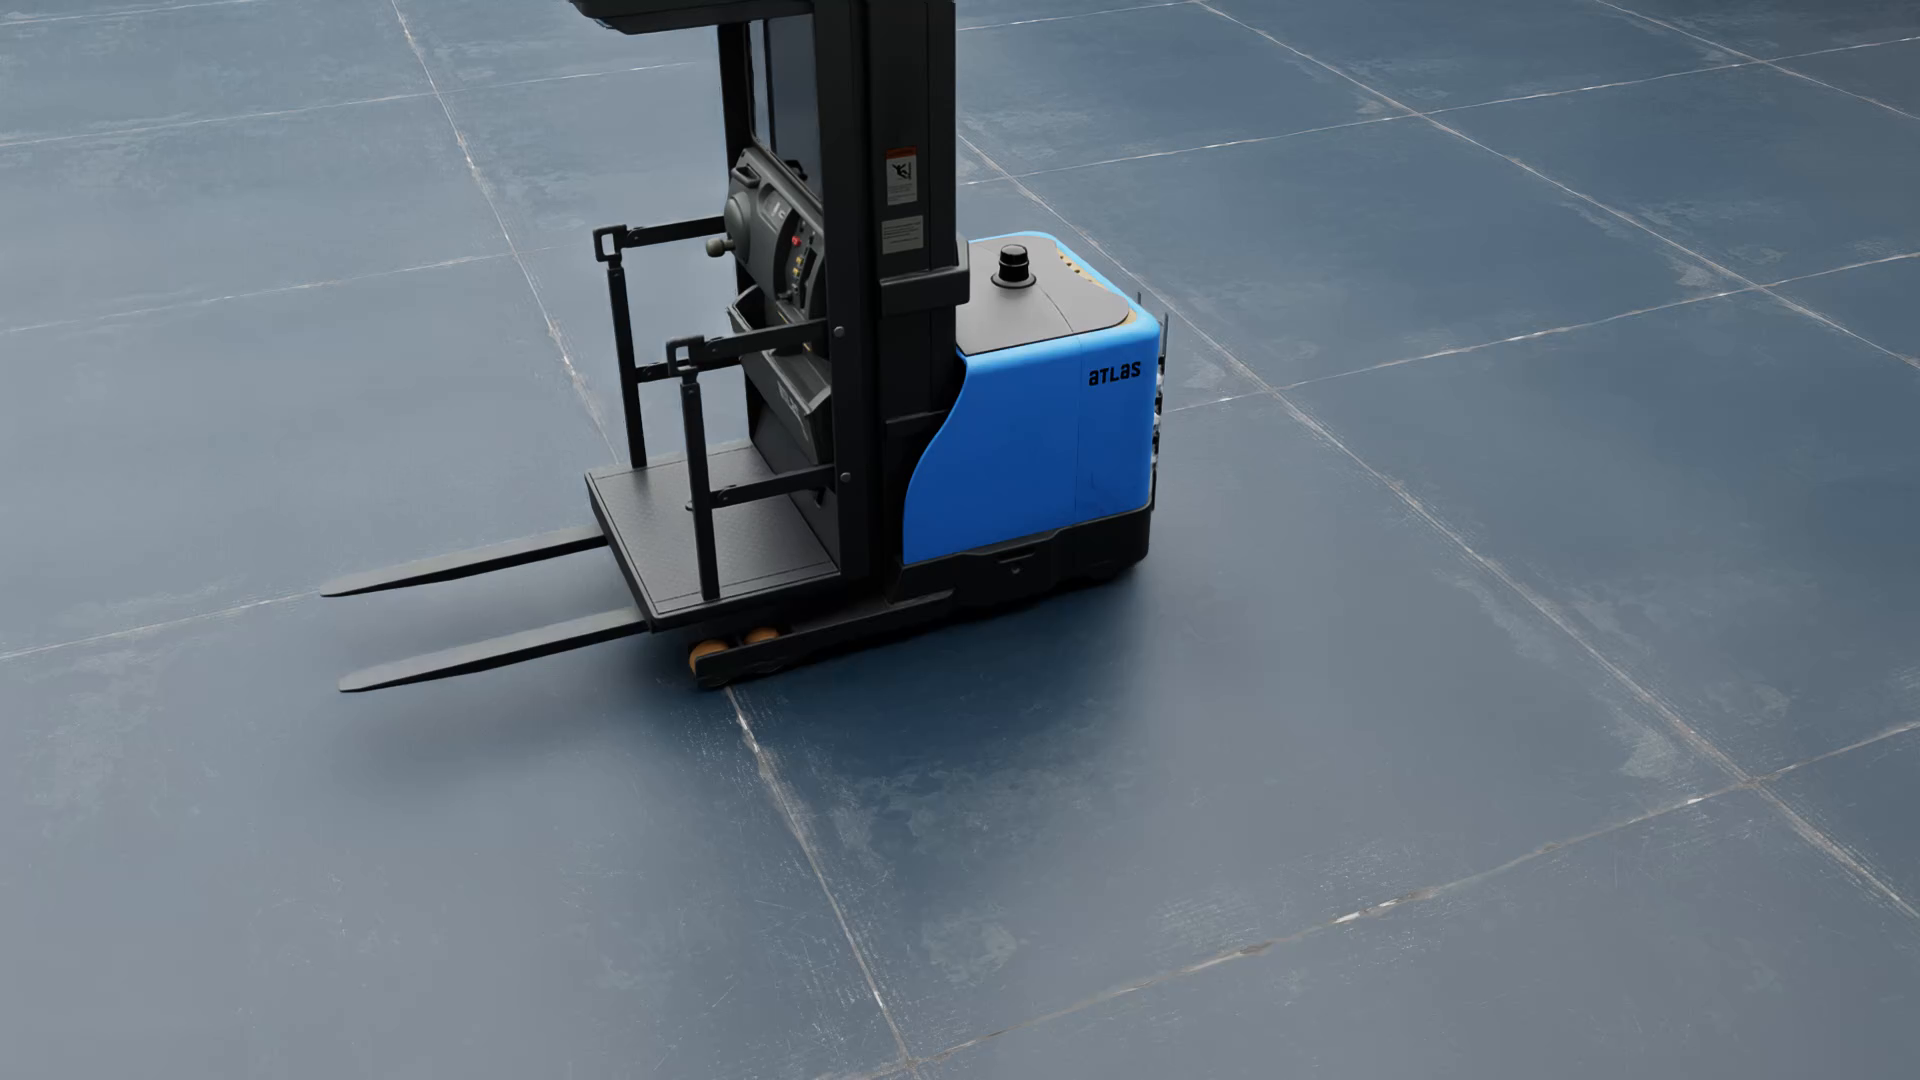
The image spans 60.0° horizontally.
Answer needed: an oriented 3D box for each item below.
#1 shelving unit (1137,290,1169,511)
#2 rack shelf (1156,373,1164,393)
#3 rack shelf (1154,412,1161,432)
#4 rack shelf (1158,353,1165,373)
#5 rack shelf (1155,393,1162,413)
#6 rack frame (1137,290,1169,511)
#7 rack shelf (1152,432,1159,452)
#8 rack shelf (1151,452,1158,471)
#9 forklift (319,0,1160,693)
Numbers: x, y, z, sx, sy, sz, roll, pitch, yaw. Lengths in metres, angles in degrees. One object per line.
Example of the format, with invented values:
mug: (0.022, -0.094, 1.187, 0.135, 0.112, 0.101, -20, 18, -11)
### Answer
shelving unit: (0.666, -0.535, 6.748, 0.210, 0.900, 0.258, -13, 35, -20)
rack shelf: (0.666, -0.658, 6.668, 0.200, 0.077, 0.258, -13, 35, -20)
rack shelf: (0.666, -0.507, 6.766, 0.200, 0.077, 0.258, -13, 35, -20)
rack shelf: (0.666, -0.734, 6.619, 0.200, 0.077, 0.258, -13, 35, -20)
rack shelf: (0.666, -0.583, 6.717, 0.200, 0.077, 0.258, -13, 35, -20)
rack frame: (0.759, -0.558, 6.782, 0.006, 0.900, 0.240, -13, 35, -20)
rack shelf: (0.666, -0.432, 6.815, 0.200, 0.077, 0.258, -13, 35, -20)
rack shelf: (0.666, -0.357, 6.864, 0.200, 0.077, 0.258, -13, 35, -20)
forklift: (-0.822, -1.033, 5.650, 3.031, 2.935, 1.130, -13, 35, -20)
